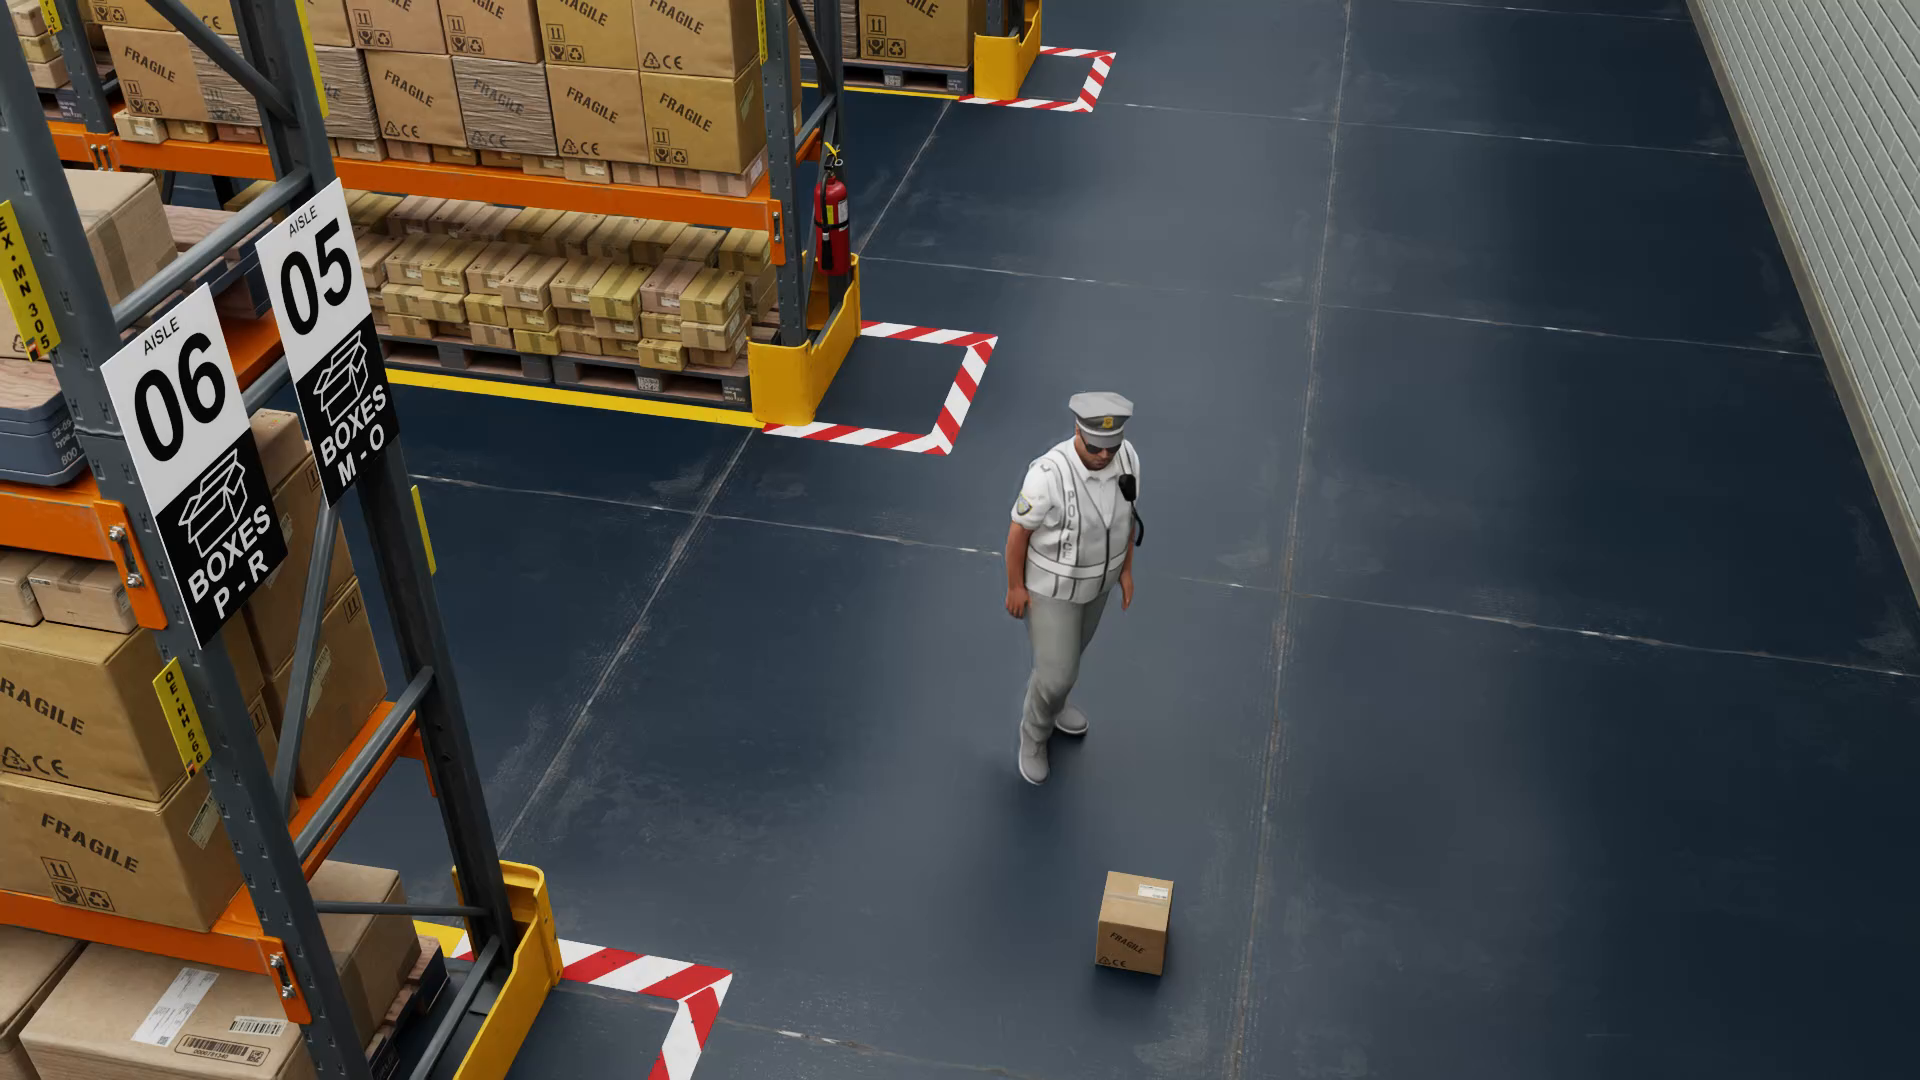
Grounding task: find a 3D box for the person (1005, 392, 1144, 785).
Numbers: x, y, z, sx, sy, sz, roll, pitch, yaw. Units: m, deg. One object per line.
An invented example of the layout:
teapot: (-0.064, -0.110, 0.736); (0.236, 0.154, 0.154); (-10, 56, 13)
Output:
person: (0.435, 0.161, 6.748); (0.584, 1.779, 0.477); (-27, 44, -32)
